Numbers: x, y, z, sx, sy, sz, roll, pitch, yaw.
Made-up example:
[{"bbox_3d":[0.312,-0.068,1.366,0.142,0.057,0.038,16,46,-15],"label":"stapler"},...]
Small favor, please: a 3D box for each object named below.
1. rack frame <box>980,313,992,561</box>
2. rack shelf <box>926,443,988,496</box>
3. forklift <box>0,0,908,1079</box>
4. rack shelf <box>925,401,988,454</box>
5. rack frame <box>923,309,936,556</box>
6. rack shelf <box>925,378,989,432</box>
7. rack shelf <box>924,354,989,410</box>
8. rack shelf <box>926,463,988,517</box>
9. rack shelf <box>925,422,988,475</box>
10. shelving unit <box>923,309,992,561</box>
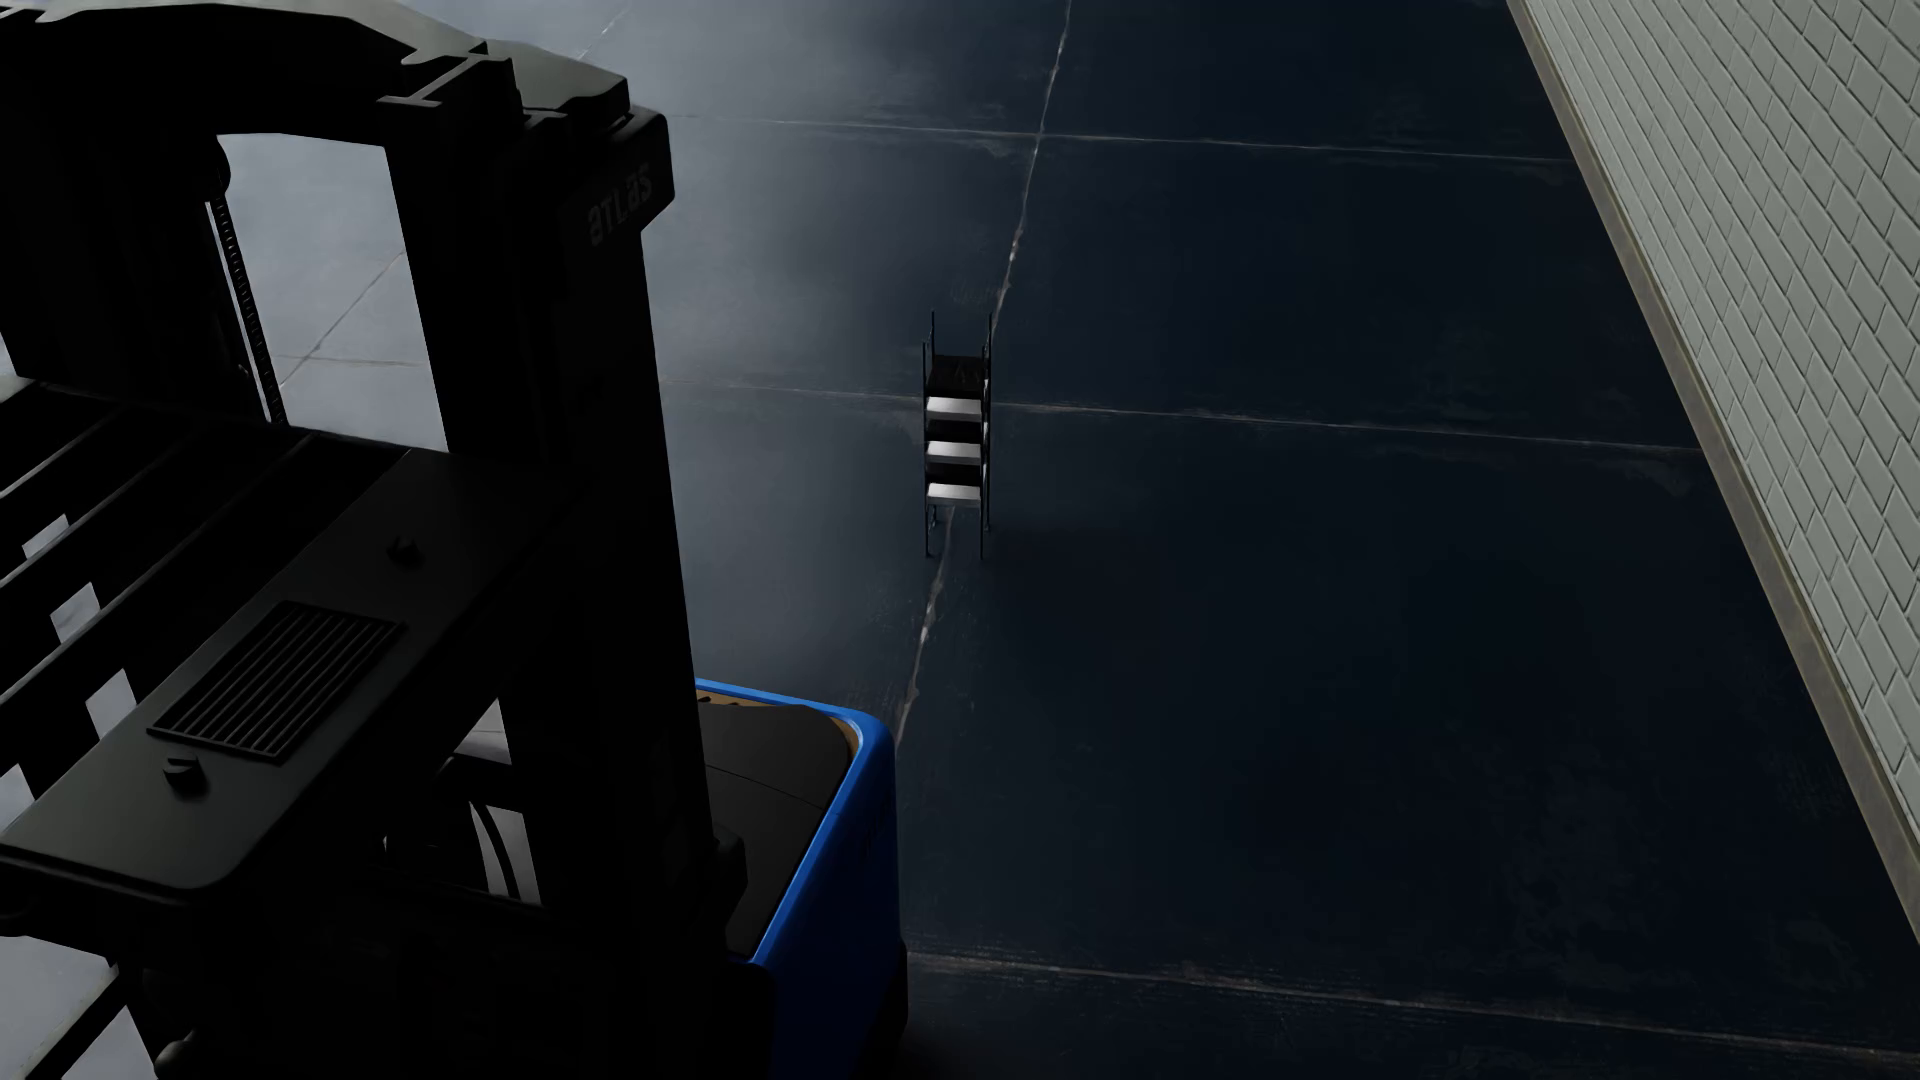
[{"bbox_3d":[0.093,-0.359,5.979,0.006,0.900,0.240,4,36,6],"label":"rack frame"},{"bbox_3d":[-0.008,-0.267,6.061,0.200,0.077,0.258,4,36,6],"label":"rack shelf"},{"bbox_3d":[-1.050,0.826,2.570,1.130,2.935,3.031,10,37,14],"label":"forklift"},{"bbox_3d":[-0.008,-0.413,5.957,0.200,0.077,0.258,4,36,6],"label":"rack shelf"},{"bbox_3d":[-0.109,-0.374,6.000,0.006,0.900,0.240,4,36,6],"label":"rack frame"},{"bbox_3d":[-0.008,-0.486,5.904,0.200,0.077,0.258,4,36,6],"label":"rack shelf"},{"bbox_3d":[-0.008,-0.560,5.852,0.200,0.077,0.258,4,36,6],"label":"rack shelf"},{"bbox_3d":[-0.008,-0.193,6.113,0.200,0.077,0.258,4,36,6],"label":"rack shelf"},{"bbox_3d":[-0.008,-0.340,6.009,0.200,0.077,0.258,4,36,6],"label":"rack shelf"},{"bbox_3d":[-0.008,-0.367,5.989,0.210,0.900,0.258,4,36,6],"label":"shelving unit"}]
